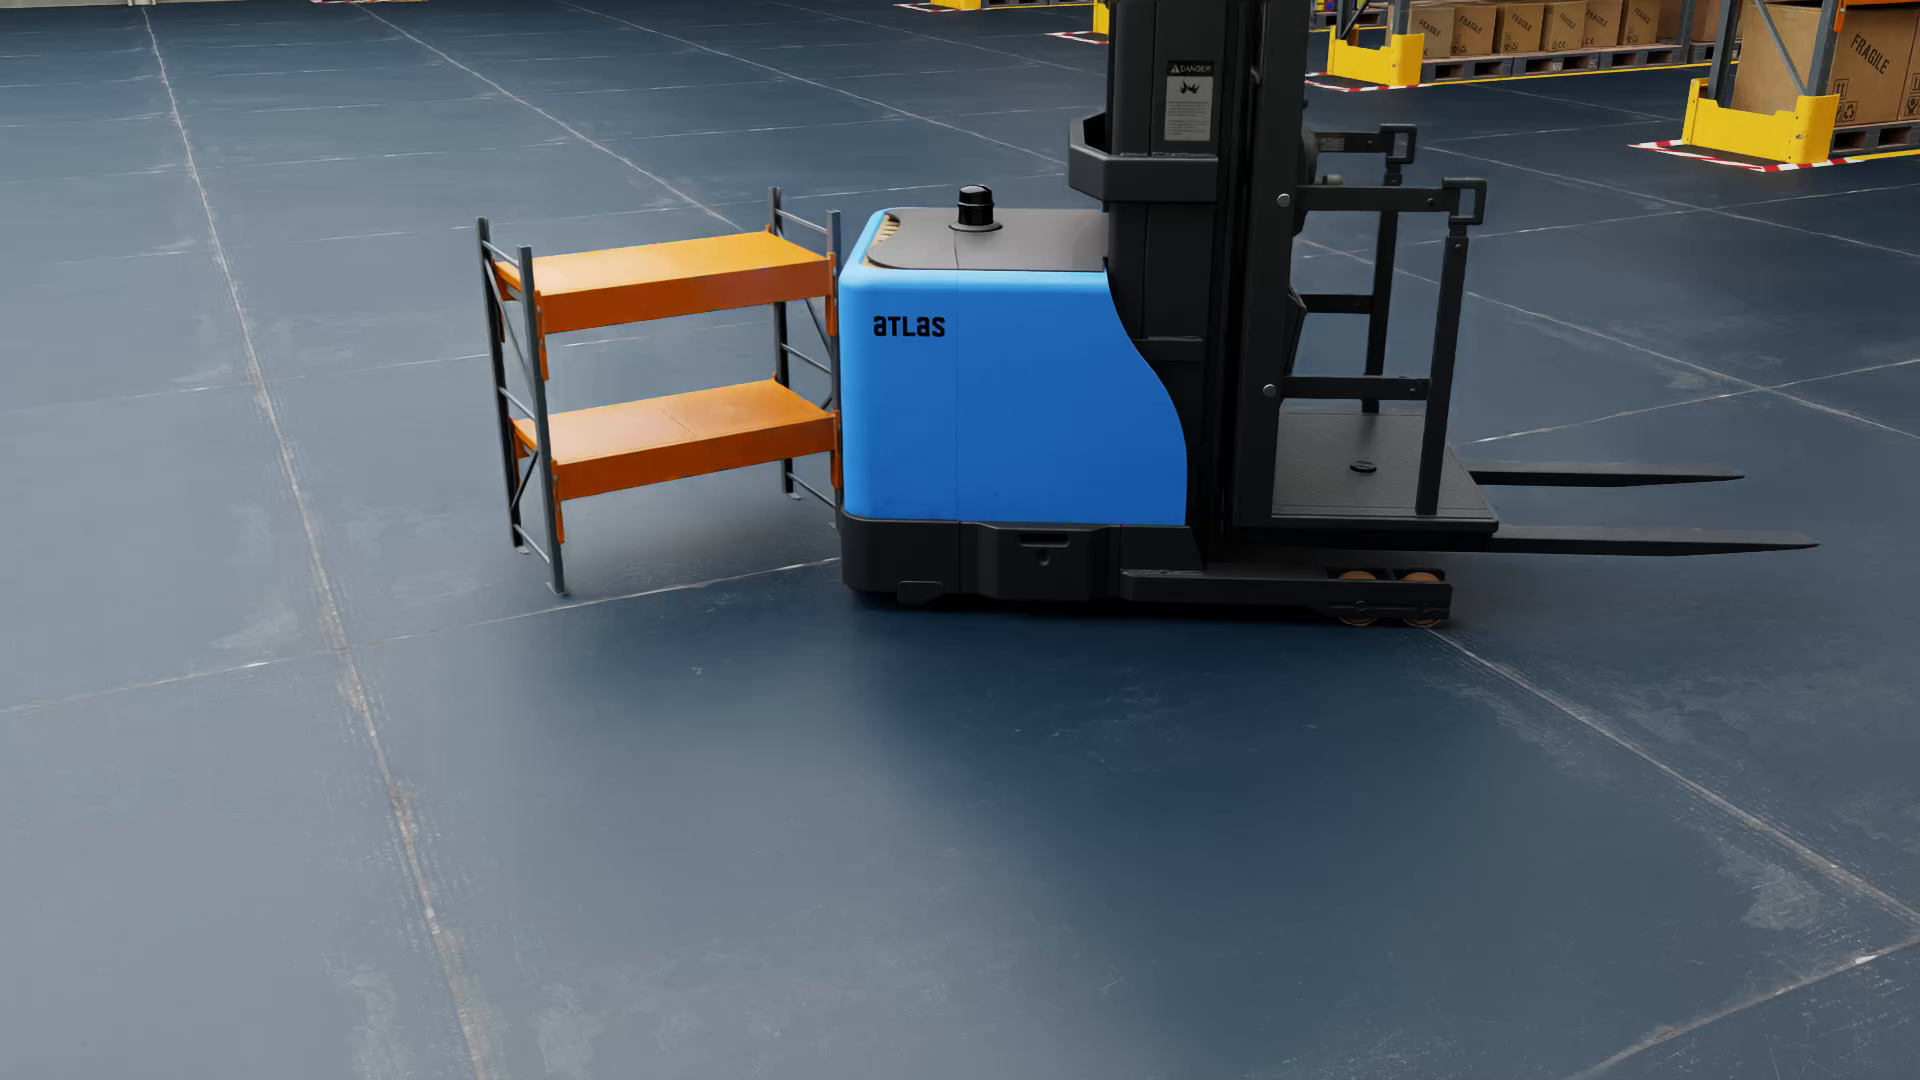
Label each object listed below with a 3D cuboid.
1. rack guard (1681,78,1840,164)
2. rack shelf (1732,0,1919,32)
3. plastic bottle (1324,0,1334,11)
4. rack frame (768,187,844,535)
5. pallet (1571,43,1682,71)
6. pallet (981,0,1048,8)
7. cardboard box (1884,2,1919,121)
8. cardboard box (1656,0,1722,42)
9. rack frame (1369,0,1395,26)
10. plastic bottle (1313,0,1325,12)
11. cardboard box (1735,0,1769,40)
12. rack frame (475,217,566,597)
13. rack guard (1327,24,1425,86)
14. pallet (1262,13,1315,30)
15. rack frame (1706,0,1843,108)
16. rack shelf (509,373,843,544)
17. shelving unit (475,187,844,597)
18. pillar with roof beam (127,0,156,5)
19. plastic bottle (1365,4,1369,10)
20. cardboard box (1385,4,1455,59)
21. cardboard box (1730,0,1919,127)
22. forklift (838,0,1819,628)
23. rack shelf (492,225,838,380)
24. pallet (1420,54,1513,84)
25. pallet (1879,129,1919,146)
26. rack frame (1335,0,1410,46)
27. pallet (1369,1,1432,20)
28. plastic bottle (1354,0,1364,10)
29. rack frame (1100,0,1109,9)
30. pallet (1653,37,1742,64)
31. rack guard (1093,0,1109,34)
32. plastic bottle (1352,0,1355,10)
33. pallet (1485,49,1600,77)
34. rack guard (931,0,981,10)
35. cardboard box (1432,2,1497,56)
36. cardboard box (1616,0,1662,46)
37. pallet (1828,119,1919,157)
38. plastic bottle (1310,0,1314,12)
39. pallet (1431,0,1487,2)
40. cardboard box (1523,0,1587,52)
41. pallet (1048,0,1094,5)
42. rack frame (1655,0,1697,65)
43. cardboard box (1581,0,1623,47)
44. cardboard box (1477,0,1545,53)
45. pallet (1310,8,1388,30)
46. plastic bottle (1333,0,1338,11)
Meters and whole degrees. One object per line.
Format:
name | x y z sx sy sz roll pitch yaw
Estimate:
rack guard | 6.283 -3.313 13.099 0.348 0.500 1.175 -10 25 -24
rack shelf | 8.107 -4.471 13.569 4.000 0.370 1.077 -10 25 -24
plastic bottle | 4.943 -7.237 22.287 0.133 0.283 0.061 -9 24 -20
rack frame | -0.526 -0.621 5.780 0.032 1.125 0.500 -13 26 -28
pallet | 7.259 -5.449 18.638 1.213 0.211 1.003 -10 25 -24
pallet | 0.622 -8.465 25.924 1.213 0.211 1.003 -10 25 -24
cardboard box | 7.679 -3.966 13.637 0.875 0.875 0.875 -11 25 -24
cardboard box | 8.411 -6.004 19.025 0.500 0.500 0.700 -13 26 -28
rack frame | 5.700 -8.568 22.527 0.127 3.000 1.000 -10 25 -24
plastic bottle | 4.781 -7.256 22.245 0.185 0.351 0.144 -11 25 -24
cardboard box | 8.849 -6.076 19.201 0.500 0.500 0.700 -11 25 -24
rack frame | -1.403 -0.424 5.305 0.032 1.125 0.500 -13 26 -28
rack guard | 4.313 -5.055 17.309 0.348 0.500 1.175 -10 25 -24
pallet | 3.976 -6.979 22.333 1.213 0.211 1.003 -10 25 -24
rack frame | 6.304 -4.471 12.630 0.127 3.000 1.000 -10 25 -24
rack shelf | -0.964 -0.297 5.636 1.000 0.278 0.538 -13 26 -28
shelving unit | -0.964 -0.523 5.542 1.048 1.125 0.538 -13 26 -28
pillar with roof beam | -10.890 -11.031 20.632 0.400 9.000 9.100 -10 25 -24
plastic bottle | 5.509 -7.311 22.573 0.097 0.201 0.097 0 22 0
cardboard box | 4.814 -5.334 17.434 0.500 0.500 0.500 -6 23 -14
cardboard box | 6.887 -3.819 13.283 0.875 0.875 0.875 -10 25 -23
forklift | 1.164 -1.295 5.047 3.031 2.935 1.130 1 23 3
rack shelf | -0.964 -0.793 5.430 1.000 0.278 0.538 -13 26 -28
pallet | 5.060 -5.044 17.660 1.213 0.211 1.003 -10 25 -24
pallet | 8.089 -3.543 14.034 1.213 0.211 1.003 -10 25 -24
rack frame | 4.244 -6.198 16.800 0.127 3.000 1.000 -10 25 -24
pallet | 6.391 -7.423 23.407 1.213 0.211 1.003 -10 25 -24
plastic bottle | 5.410 -7.323 22.495 0.133 0.283 0.061 -9 24 -21
rack frame | 2.096 -7.904 20.924 0.127 3.000 1.000 -10 25 -24
pallet | 8.549 -5.702 19.250 1.213 0.211 1.003 -10 25 -24
rack guard | 2.144 -6.778 21.472 0.348 0.500 1.175 -10 25 -24
plastic bottle | 5.245 -7.341 22.451 0.185 0.351 0.144 -11 25 -25
pallet | 6.158 -5.245 18.145 1.213 0.211 1.003 -10 25 -24
rack guard | -0.070 -8.453 25.518 0.348 0.500 1.175 -10 25 -24
cardboard box | 5.338 -5.445 17.702 0.500 0.500 0.500 -4 23 -10
cardboard box | 7.471 -5.848 18.674 0.500 0.500 0.500 -11 25 -25
pallet | 6.991 -3.343 13.549 1.213 0.211 1.003 -10 25 -24
plastic bottle | 4.633 -7.196 22.197 0.135 0.276 0.152 -10 24 -23
pallet | 7.492 -7.627 23.900 1.213 0.211 1.003 -10 25 -24
cardboard box | 6.433 -5.620 18.124 0.500 0.500 0.500 -13 26 -28
pallet | 1.720 -8.666 26.409 1.213 0.211 1.003 -10 25 -24
rack frame | 7.849 -6.861 18.403 0.127 3.000 1.000 -10 25 -24
cardboard box | 6.958 -5.750 18.438 0.500 0.500 0.500 -3 23 -7
cardboard box | 5.910 -5.543 17.937 0.500 0.500 0.500 -8 24 -19
pallet | 5.077 -7.183 22.826 1.213 0.211 1.003 -10 25 -24
plastic bottle | 5.072 -7.309 22.374 0.185 0.351 0.144 -12 25 -26
